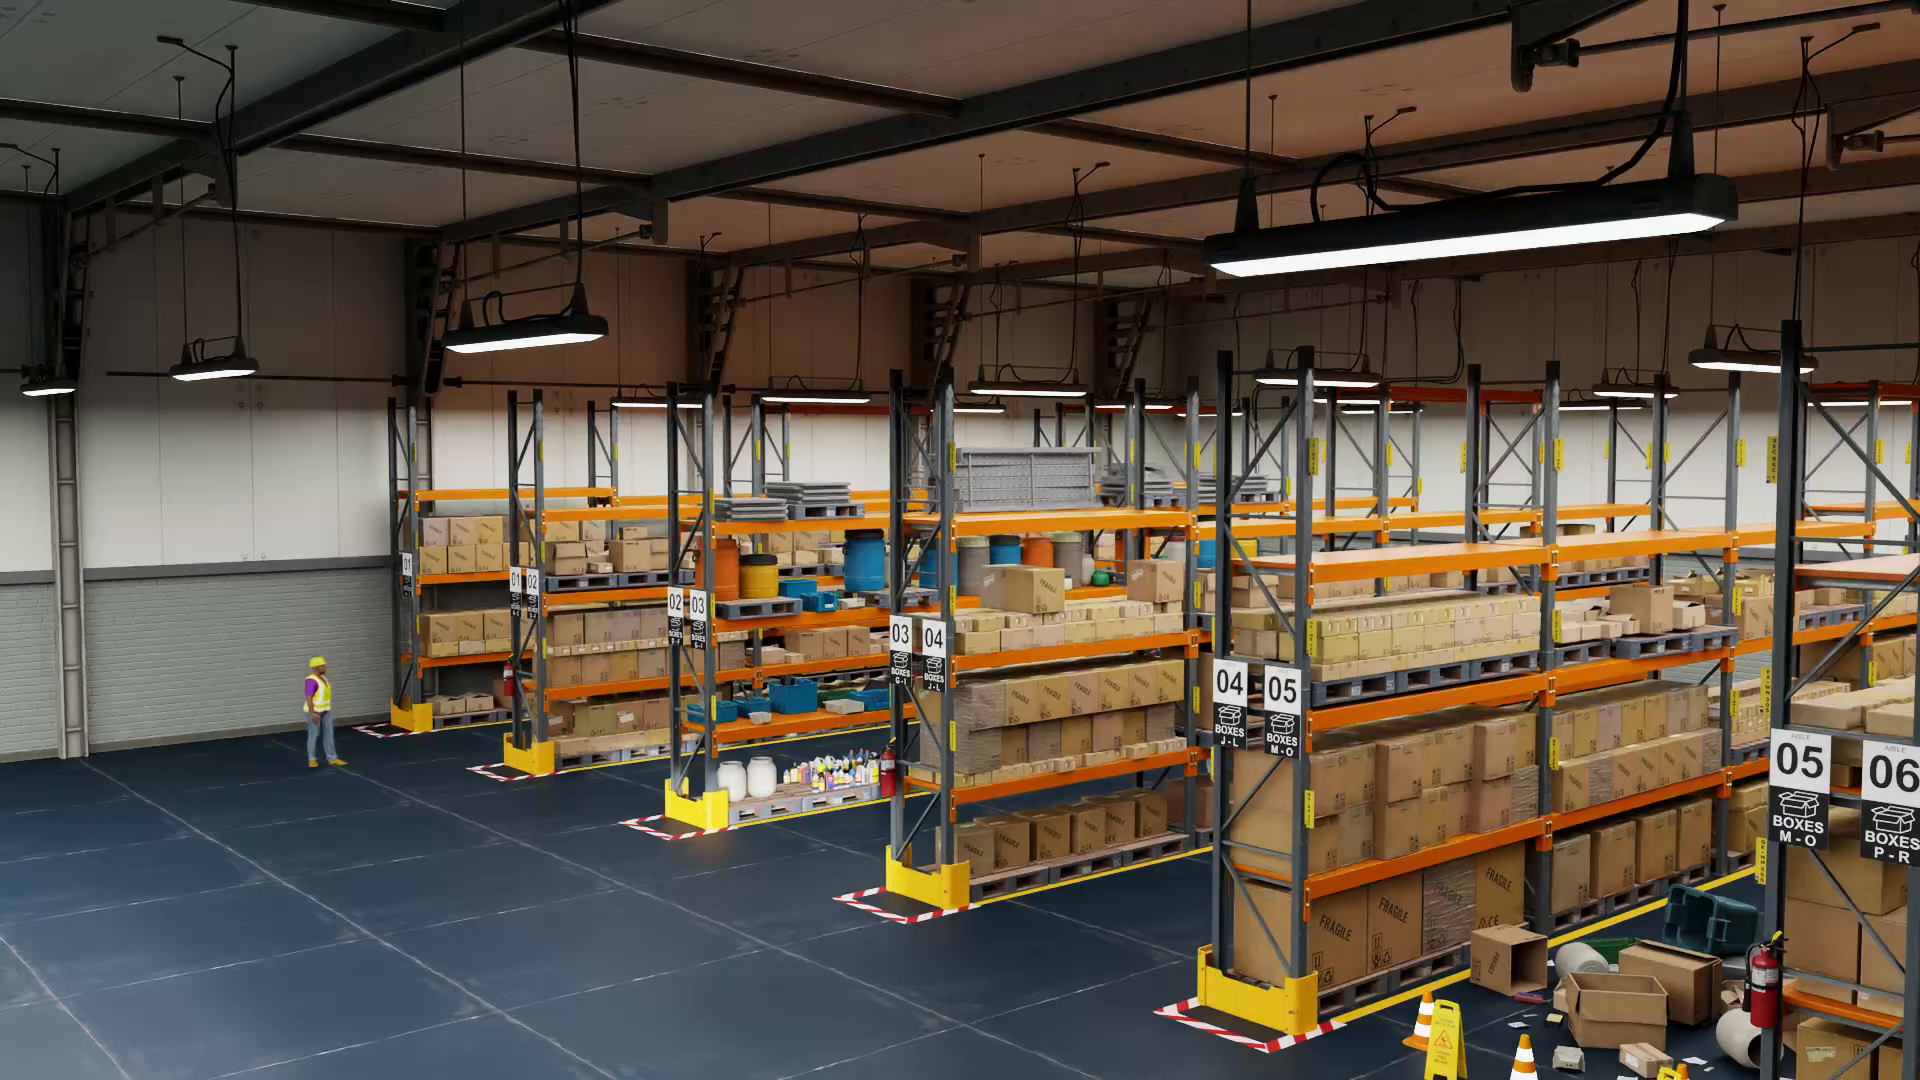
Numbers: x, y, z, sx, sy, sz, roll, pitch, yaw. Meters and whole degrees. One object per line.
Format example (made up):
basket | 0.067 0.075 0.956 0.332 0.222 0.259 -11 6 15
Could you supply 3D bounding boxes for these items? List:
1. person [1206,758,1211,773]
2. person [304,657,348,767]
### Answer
person | 3.698 2.897 24.428 0.458 1.676 0.539 2 4 28
person | -10.183 2.748 26.484 0.568 1.762 0.612 1 4 22
